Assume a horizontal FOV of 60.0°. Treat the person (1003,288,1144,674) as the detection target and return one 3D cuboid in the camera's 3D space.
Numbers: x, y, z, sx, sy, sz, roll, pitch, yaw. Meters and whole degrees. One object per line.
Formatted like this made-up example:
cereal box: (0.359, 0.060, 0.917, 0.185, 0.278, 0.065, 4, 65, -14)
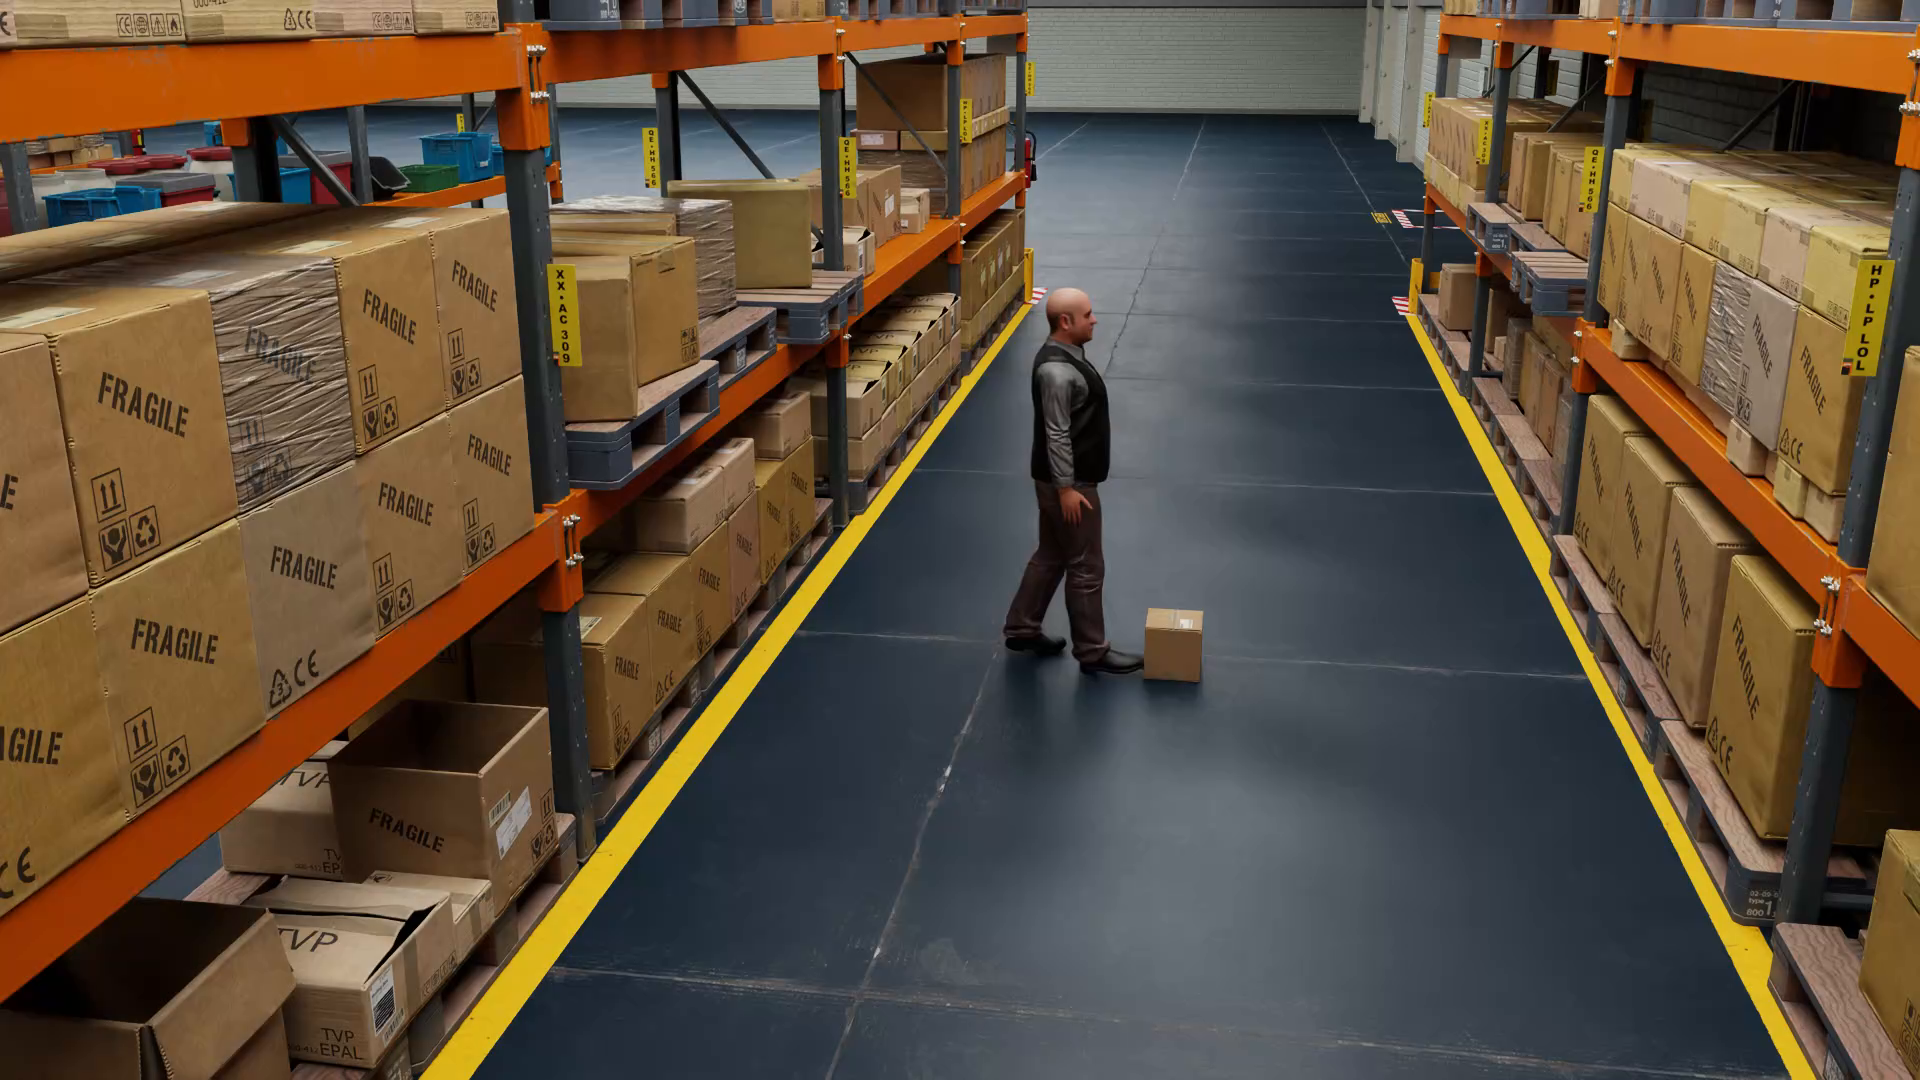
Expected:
person: (0.519, -0.255, 7.367, 0.652, 1.723, 0.555, 1, 18, 4)
